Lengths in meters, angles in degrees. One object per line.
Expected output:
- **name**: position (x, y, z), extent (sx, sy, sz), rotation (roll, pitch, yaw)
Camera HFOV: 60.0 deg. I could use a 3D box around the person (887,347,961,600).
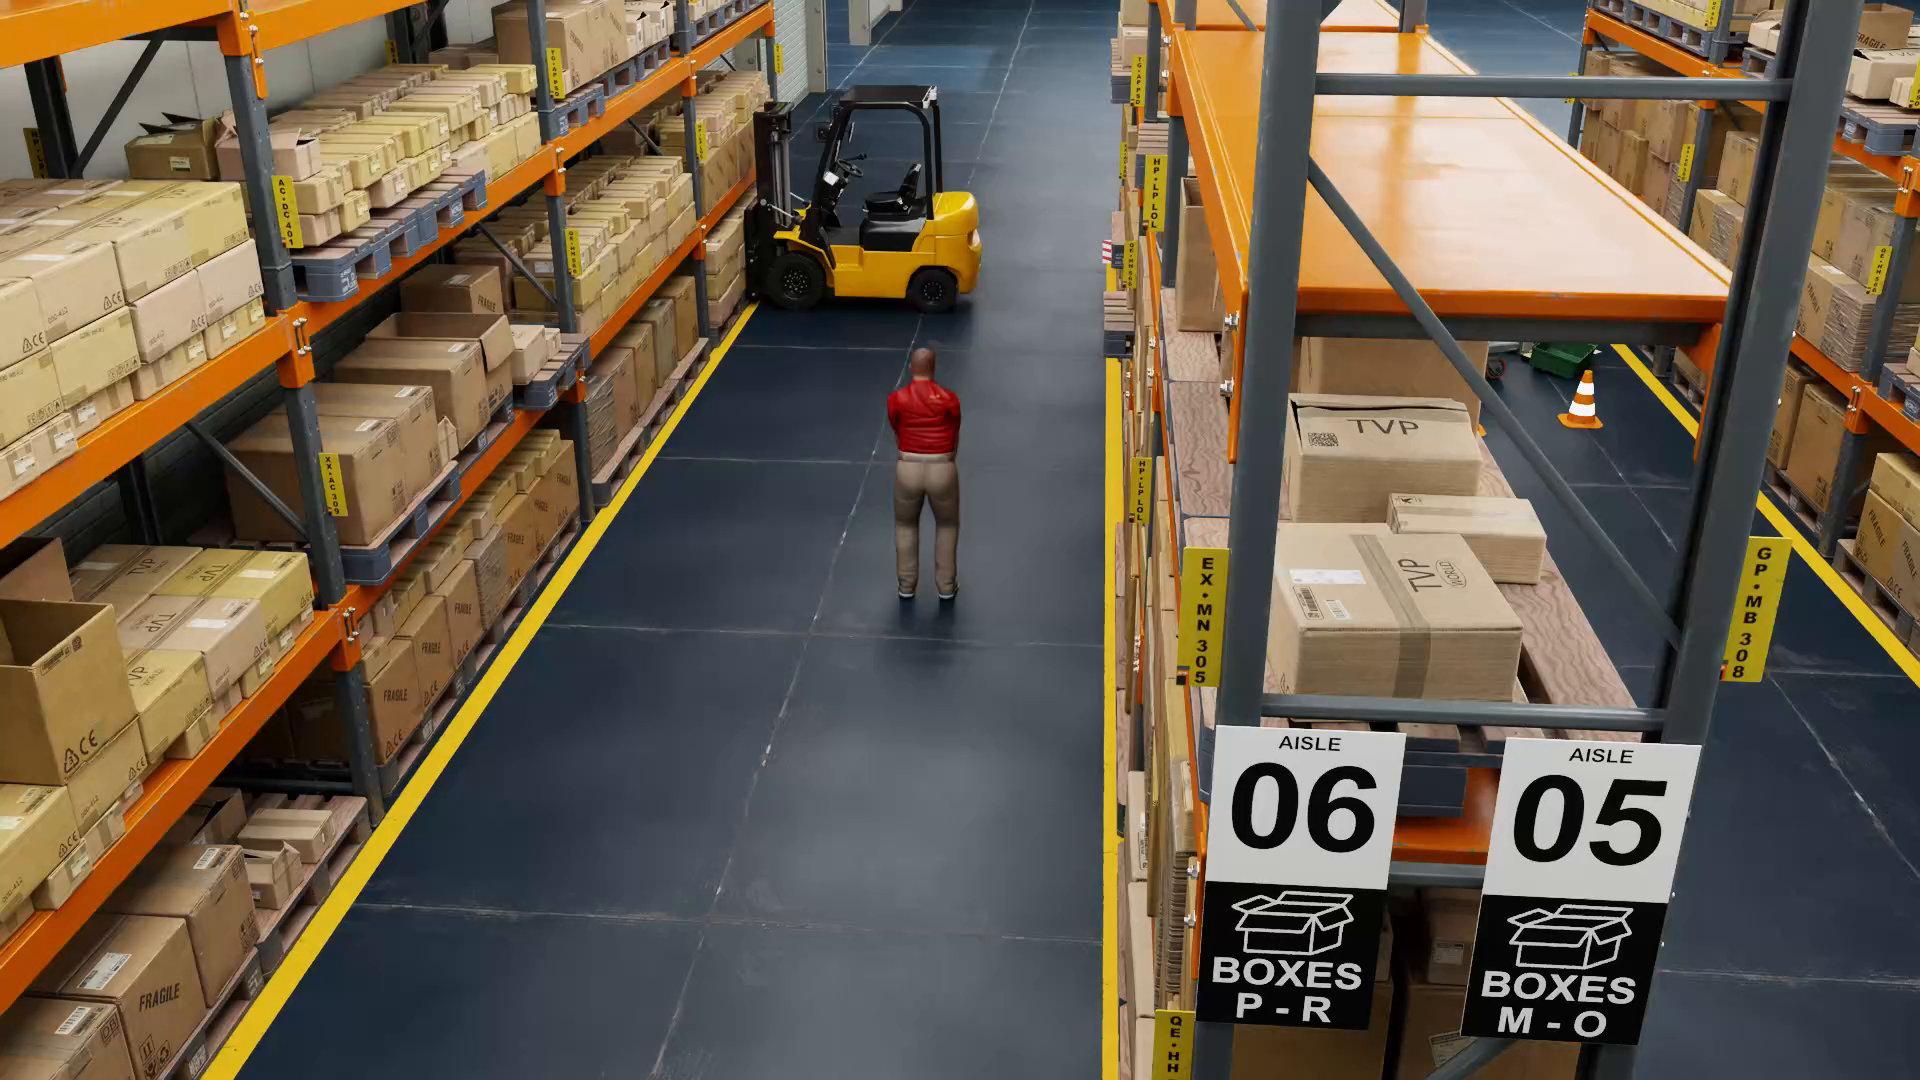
- **person**: position (-0.233, -0.459, 11.062), extent (0.486, 1.721, 0.562), rotation (1, 24, 3)
